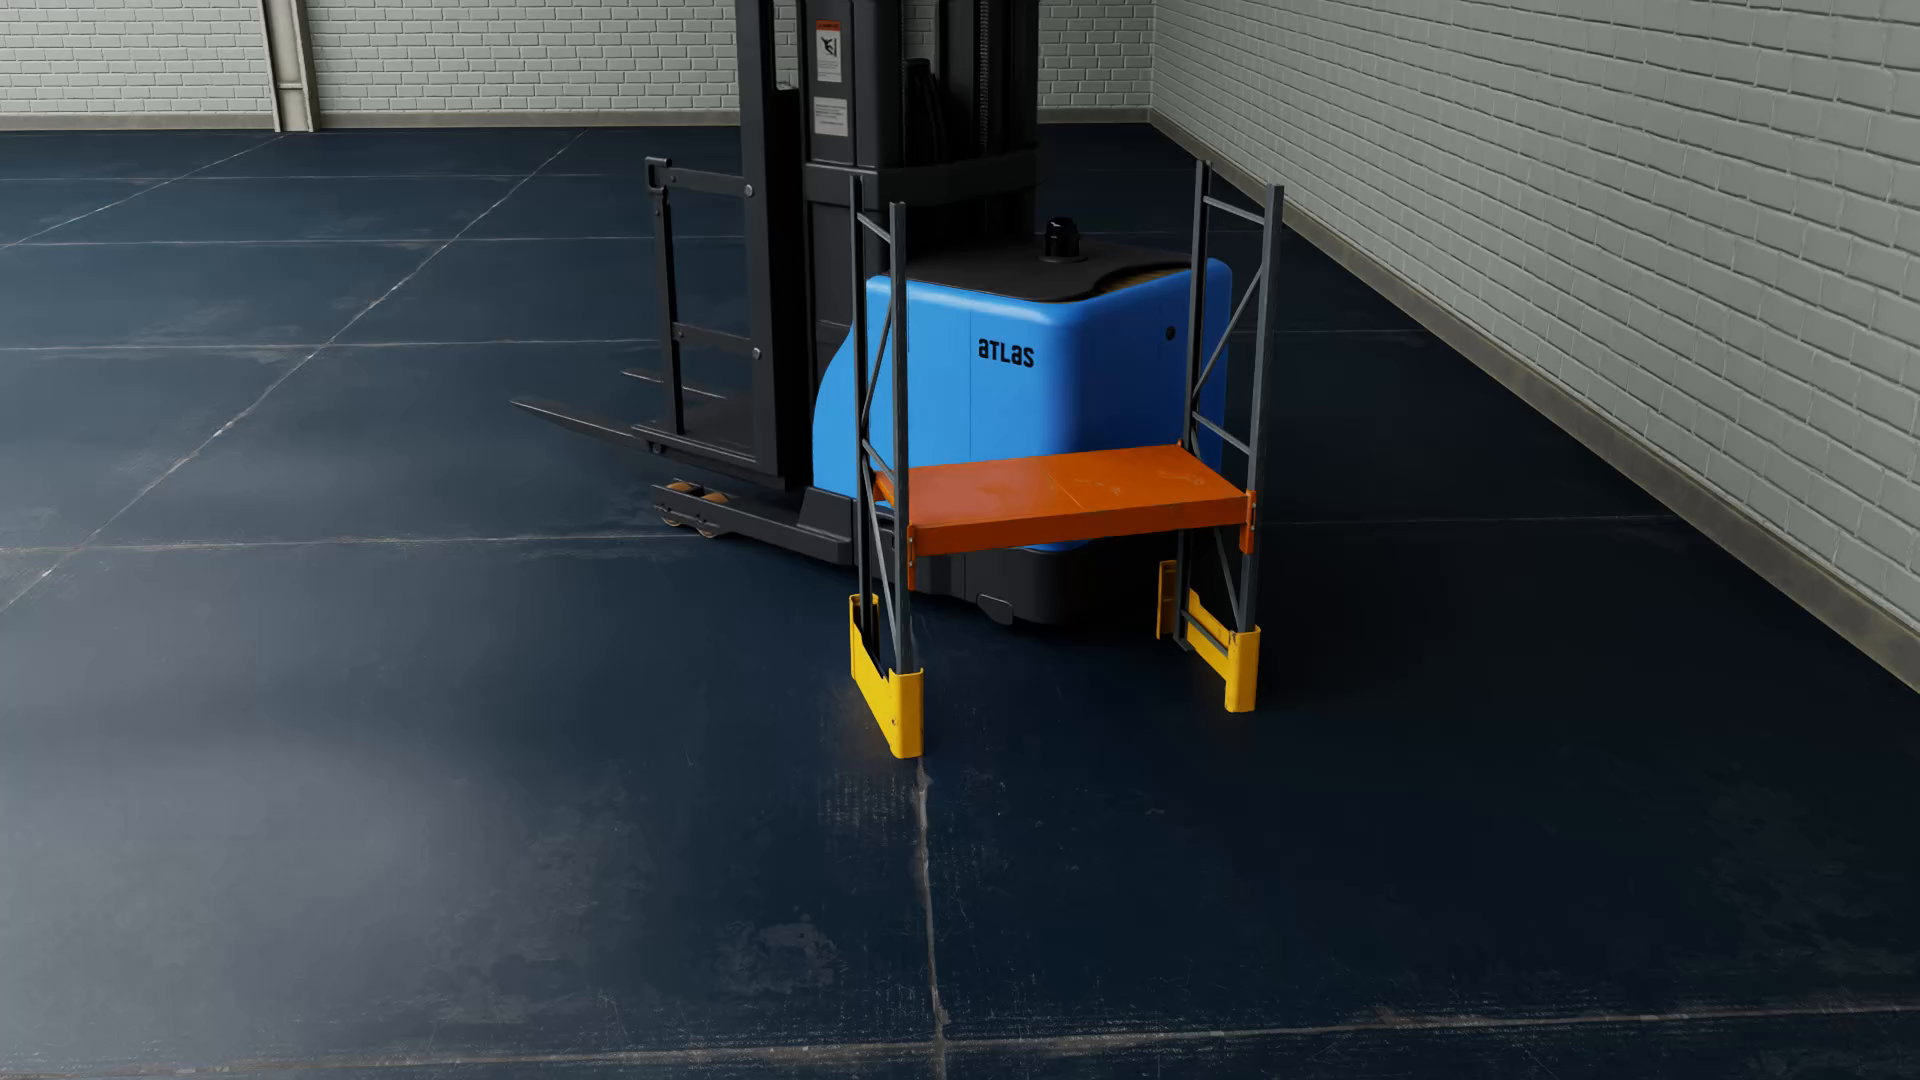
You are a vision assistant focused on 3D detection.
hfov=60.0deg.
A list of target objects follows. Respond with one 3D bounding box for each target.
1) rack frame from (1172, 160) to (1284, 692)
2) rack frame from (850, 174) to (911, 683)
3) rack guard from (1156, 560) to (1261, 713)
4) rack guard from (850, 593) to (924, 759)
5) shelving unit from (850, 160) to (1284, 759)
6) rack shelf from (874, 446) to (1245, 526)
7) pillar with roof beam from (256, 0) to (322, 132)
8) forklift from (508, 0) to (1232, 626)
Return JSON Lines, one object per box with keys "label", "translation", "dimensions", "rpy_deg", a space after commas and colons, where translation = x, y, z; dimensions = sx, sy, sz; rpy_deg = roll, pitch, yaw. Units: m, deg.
{"label": "rack frame", "translation": [0.761, -0.305, 4.814], "dimensions": [0.032, 1.500, 0.500], "rpy_deg": [-6, 22, -15]}
{"label": "rack frame", "translation": [-0.216, -0.205, 4.551], "dimensions": [0.032, 1.500, 0.500], "rpy_deg": [-6, 22, -15]}
{"label": "rack guard", "translation": [0.743, 0.281, 5.031], "dimensions": [0.087, 0.250, 0.587], "rpy_deg": [-6, 22, -15]}
{"label": "rack guard", "translation": [-0.214, 0.379, 4.774], "dimensions": [0.087, 0.250, 0.587], "rpy_deg": [-6, 22, -15]}
{"label": "shelving unit", "translation": [0.264, -0.254, 4.680], "dimensions": [1.083, 1.500, 0.587], "rpy_deg": [-6, 22, -15]}
{"label": "rack shelf", "translation": [0.273, -0.149, 4.723], "dimensions": [0.952, 0.026, 0.459], "rpy_deg": [-6, 22, -15]}
{"label": "pillar with roof beam", "translation": [-6.662, -6.963, 11.761], "dimensions": [0.400, 9.000, 9.100], "rpy_deg": [-1, 21, -3]}
{"label": "forklift", "translation": [-15.035, -3.022, 9.939], "dimensions": [30.906, 2.935, 12.830], "rpy_deg": [16, 26, 36]}
